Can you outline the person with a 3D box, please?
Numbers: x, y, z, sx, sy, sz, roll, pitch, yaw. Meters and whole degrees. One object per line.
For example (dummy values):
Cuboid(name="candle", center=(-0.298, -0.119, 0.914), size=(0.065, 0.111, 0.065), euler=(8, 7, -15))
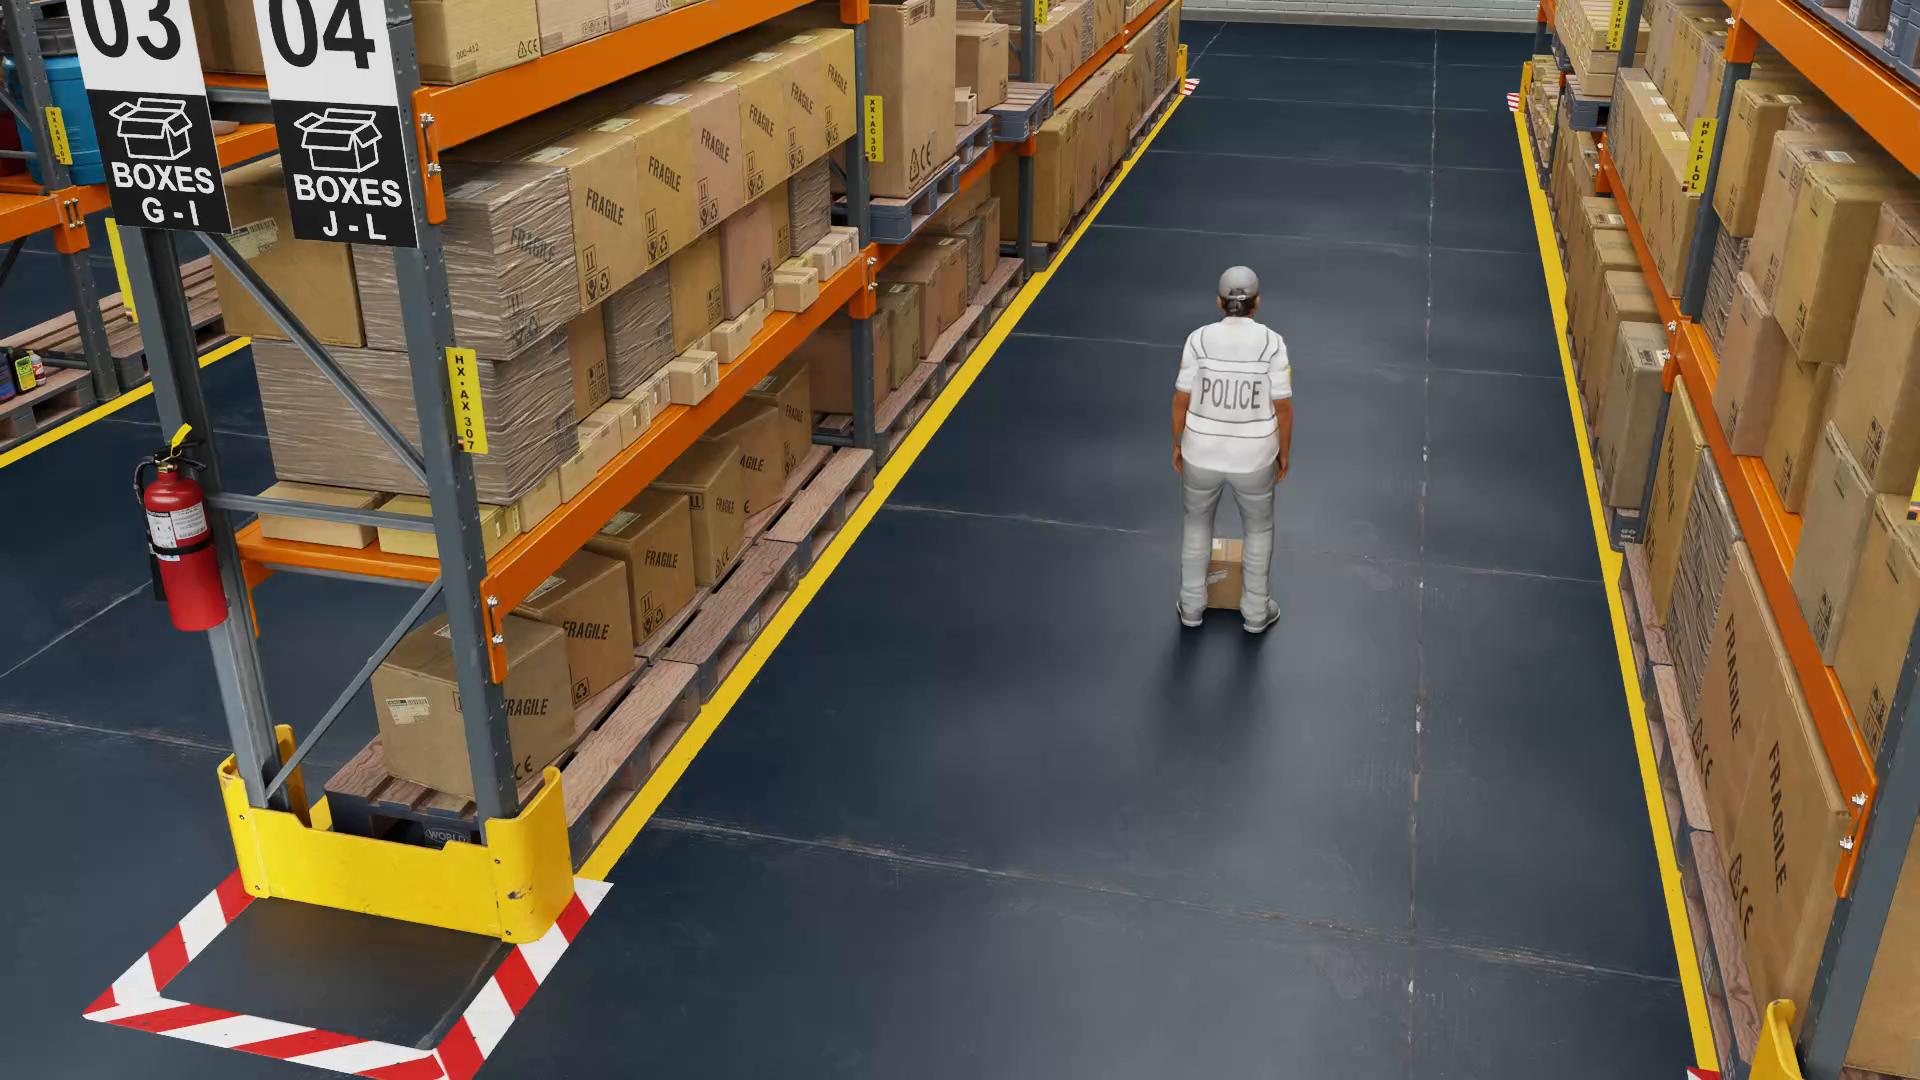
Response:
Cuboid(name="person", center=(1.205, -0.366, 7.387), size=(0.544, 1.652, 0.397), euler=(6, 26, 13))
